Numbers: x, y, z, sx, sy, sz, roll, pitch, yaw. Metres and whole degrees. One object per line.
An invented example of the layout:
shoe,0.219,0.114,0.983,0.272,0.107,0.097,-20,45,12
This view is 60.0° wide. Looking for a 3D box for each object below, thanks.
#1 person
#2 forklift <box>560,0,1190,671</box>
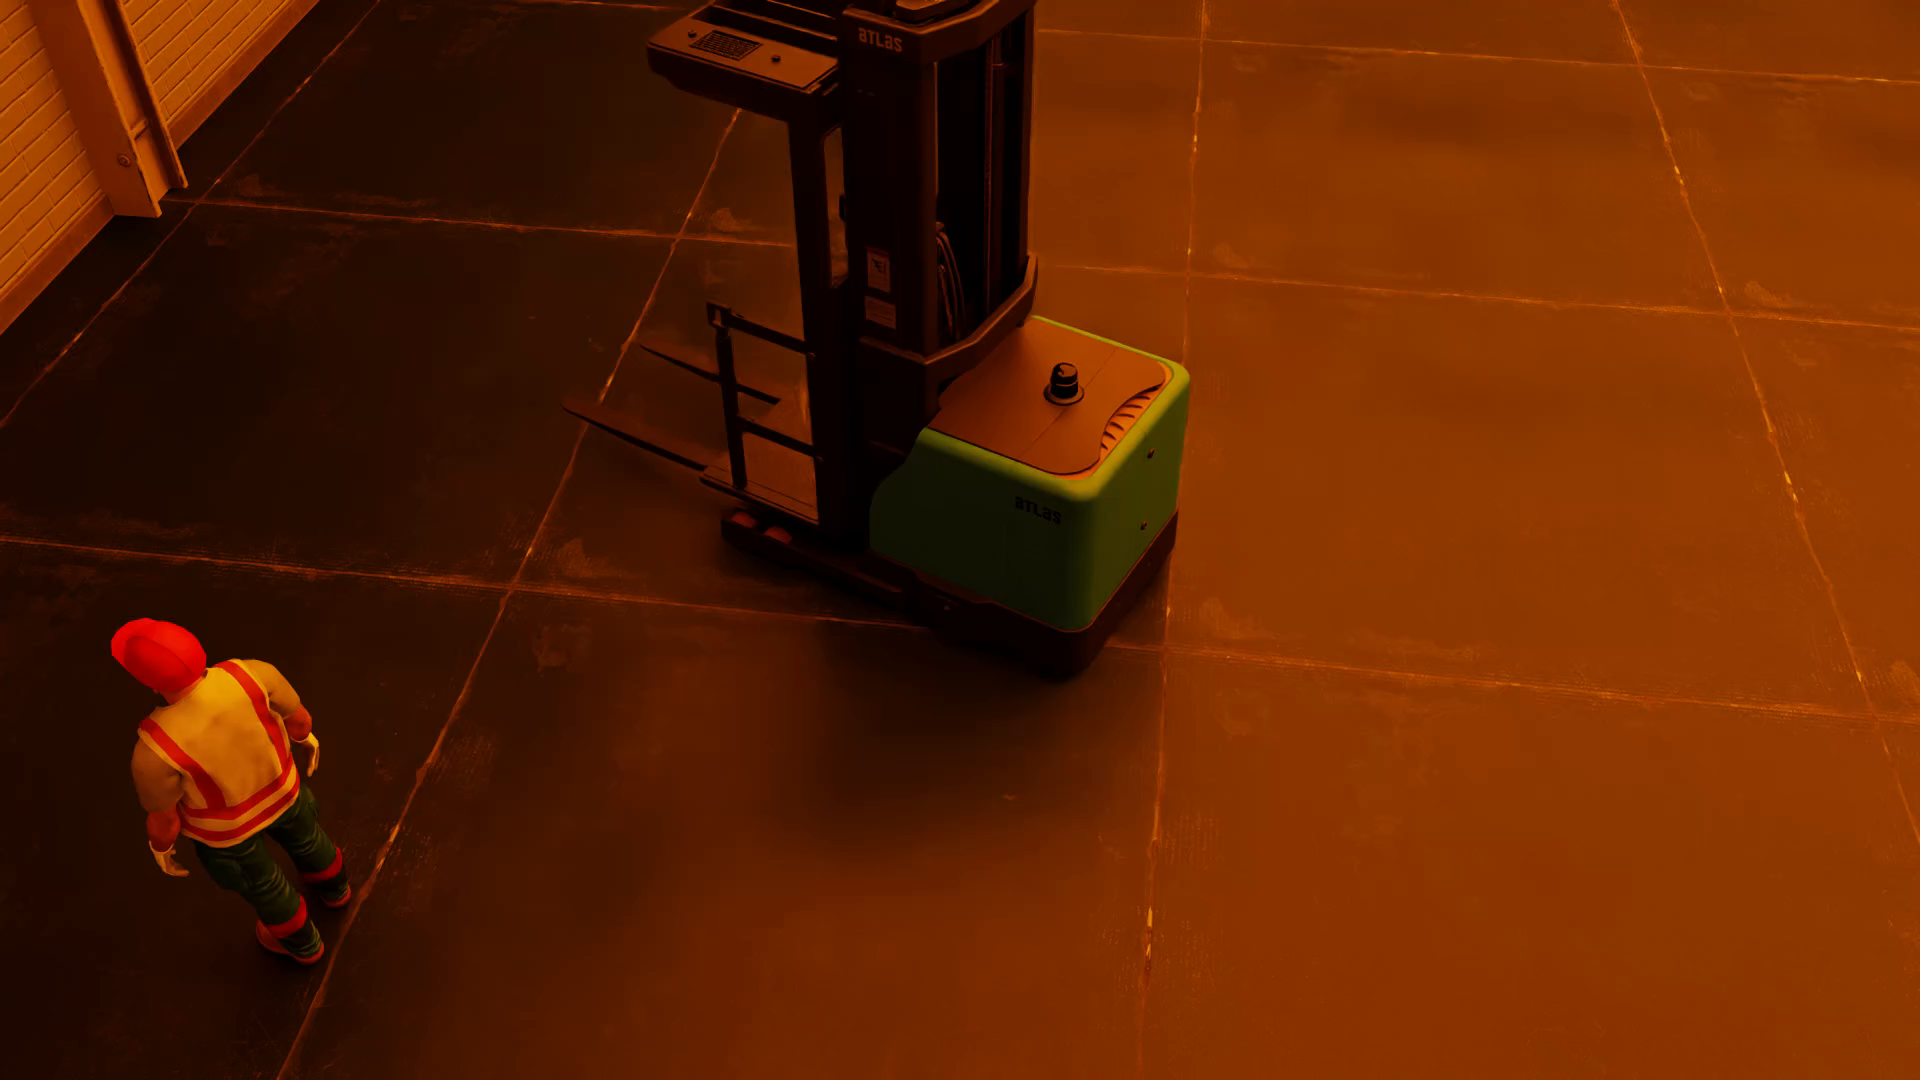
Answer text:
person,-2.480,0.843,5.640,0.566,1.786,0.638,27,49,26
forklift,-0.528,-1.263,7.099,3.031,2.935,1.130,22,47,22
